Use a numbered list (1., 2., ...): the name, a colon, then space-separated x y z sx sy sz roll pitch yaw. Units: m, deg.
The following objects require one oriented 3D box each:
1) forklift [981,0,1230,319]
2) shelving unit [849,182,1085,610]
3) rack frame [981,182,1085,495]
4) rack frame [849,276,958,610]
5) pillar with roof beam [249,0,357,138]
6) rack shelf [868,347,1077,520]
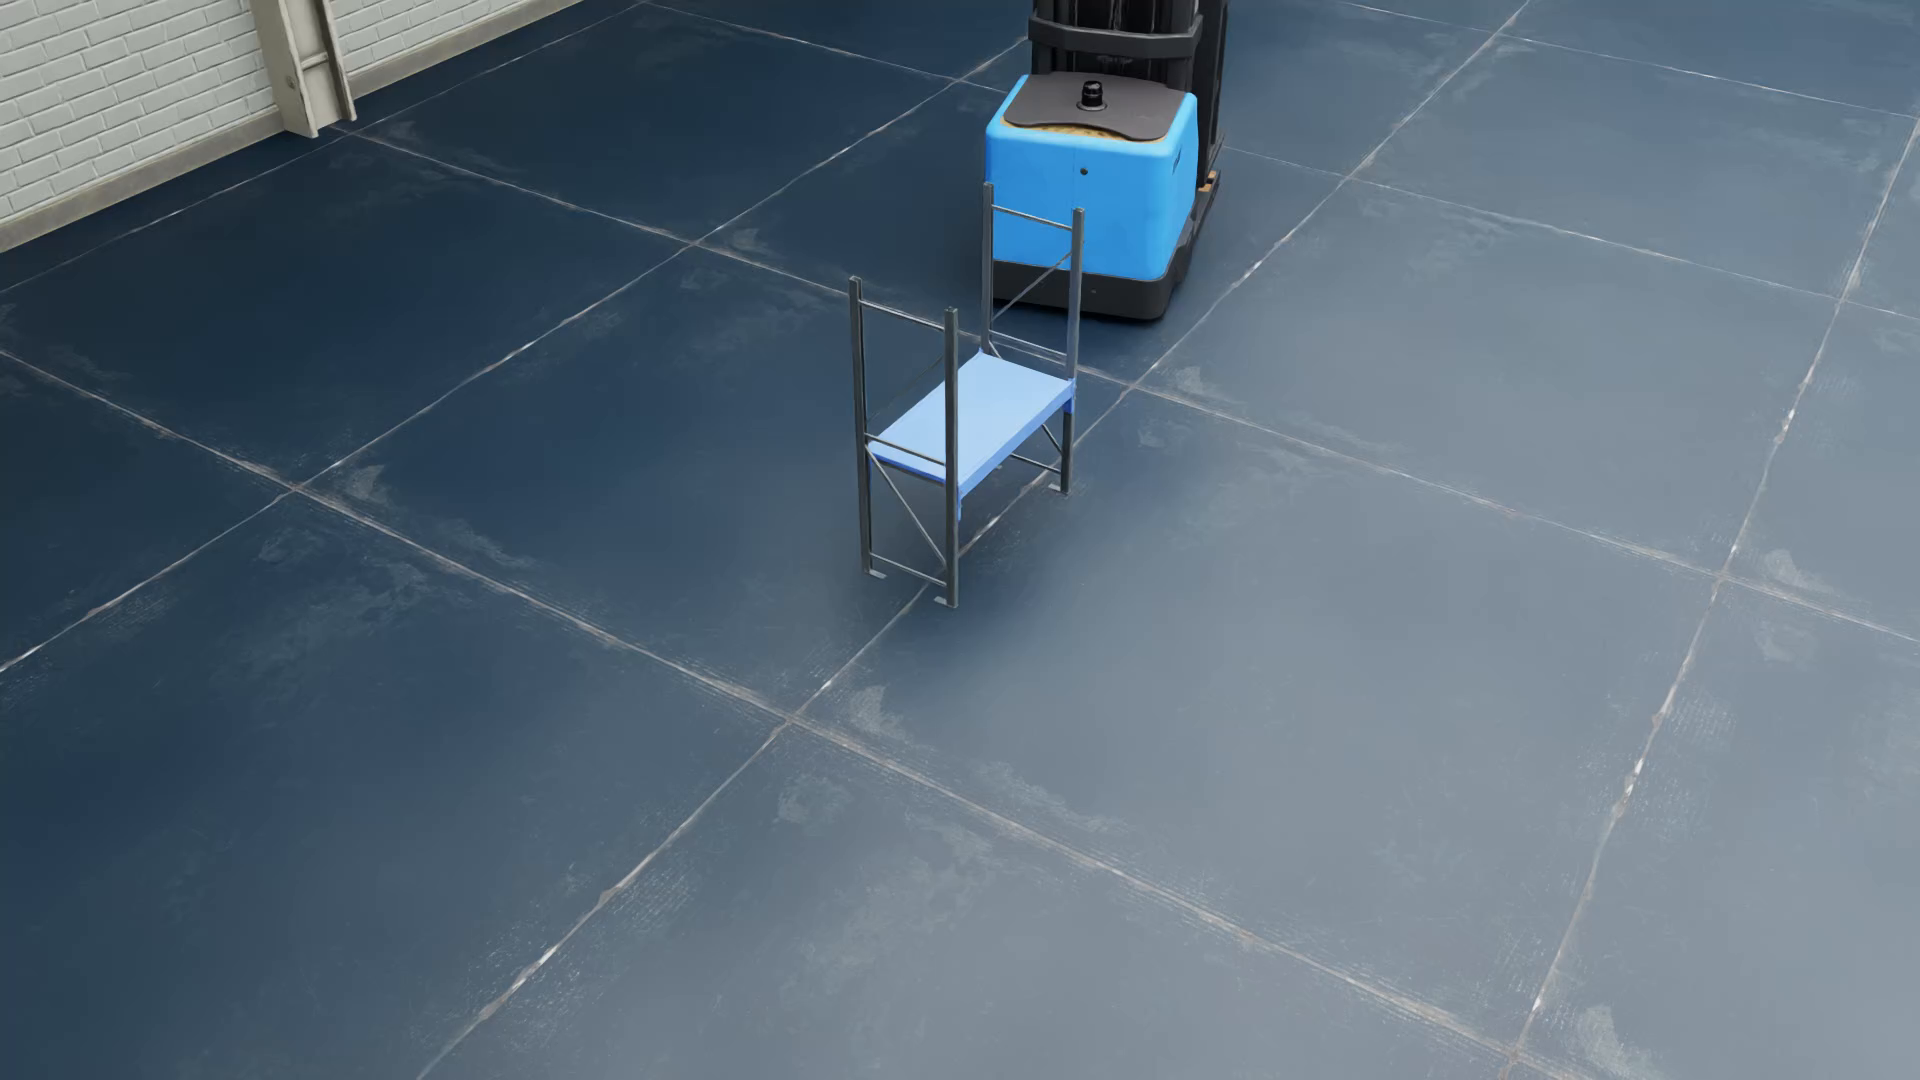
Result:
1. forklift: 1.027 -3.287 9.613 1.130 2.935 3.031 10 39 13
2. shelving unit: 0.046 -0.638 7.349 0.538 1.500 1.048 21 42 25
3. rack frame: 0.318 -0.900 7.689 0.500 1.500 0.032 21 42 25
4. rack frame: -0.227 -0.376 7.009 0.500 1.500 0.032 21 42 25
5. pillar with roof beam: -0.783 -5.032 6.908 9.100 9.000 0.400 21 42 25
6. rack shelf: 0.046 -0.496 7.459 0.538 0.185 1.000 21 42 25
